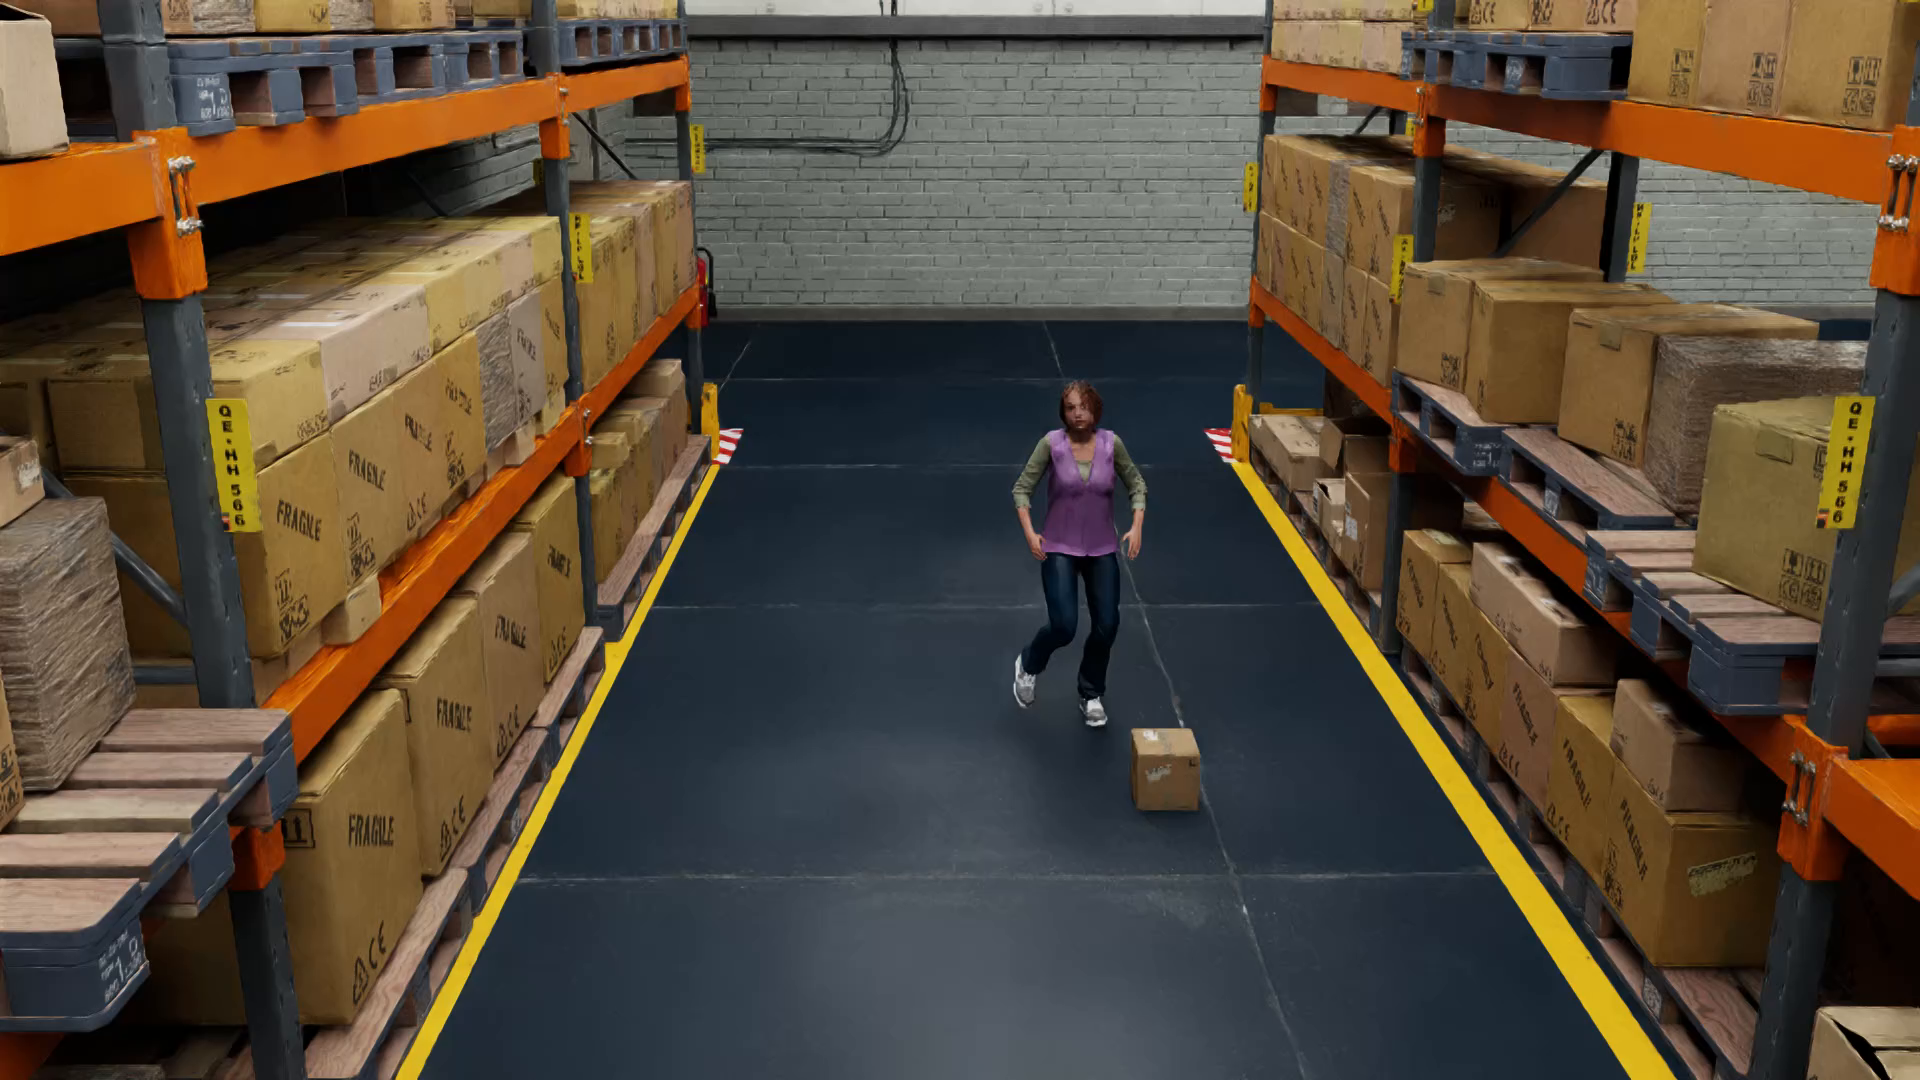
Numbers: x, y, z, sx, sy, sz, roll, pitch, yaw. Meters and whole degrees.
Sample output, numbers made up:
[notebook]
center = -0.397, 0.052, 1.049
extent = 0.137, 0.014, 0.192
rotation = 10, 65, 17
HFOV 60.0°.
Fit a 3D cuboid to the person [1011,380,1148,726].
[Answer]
[person]
center = 0.558, 0.067, 7.408
extent = 0.602, 1.564, 0.442
rotation = -4, 18, -12
